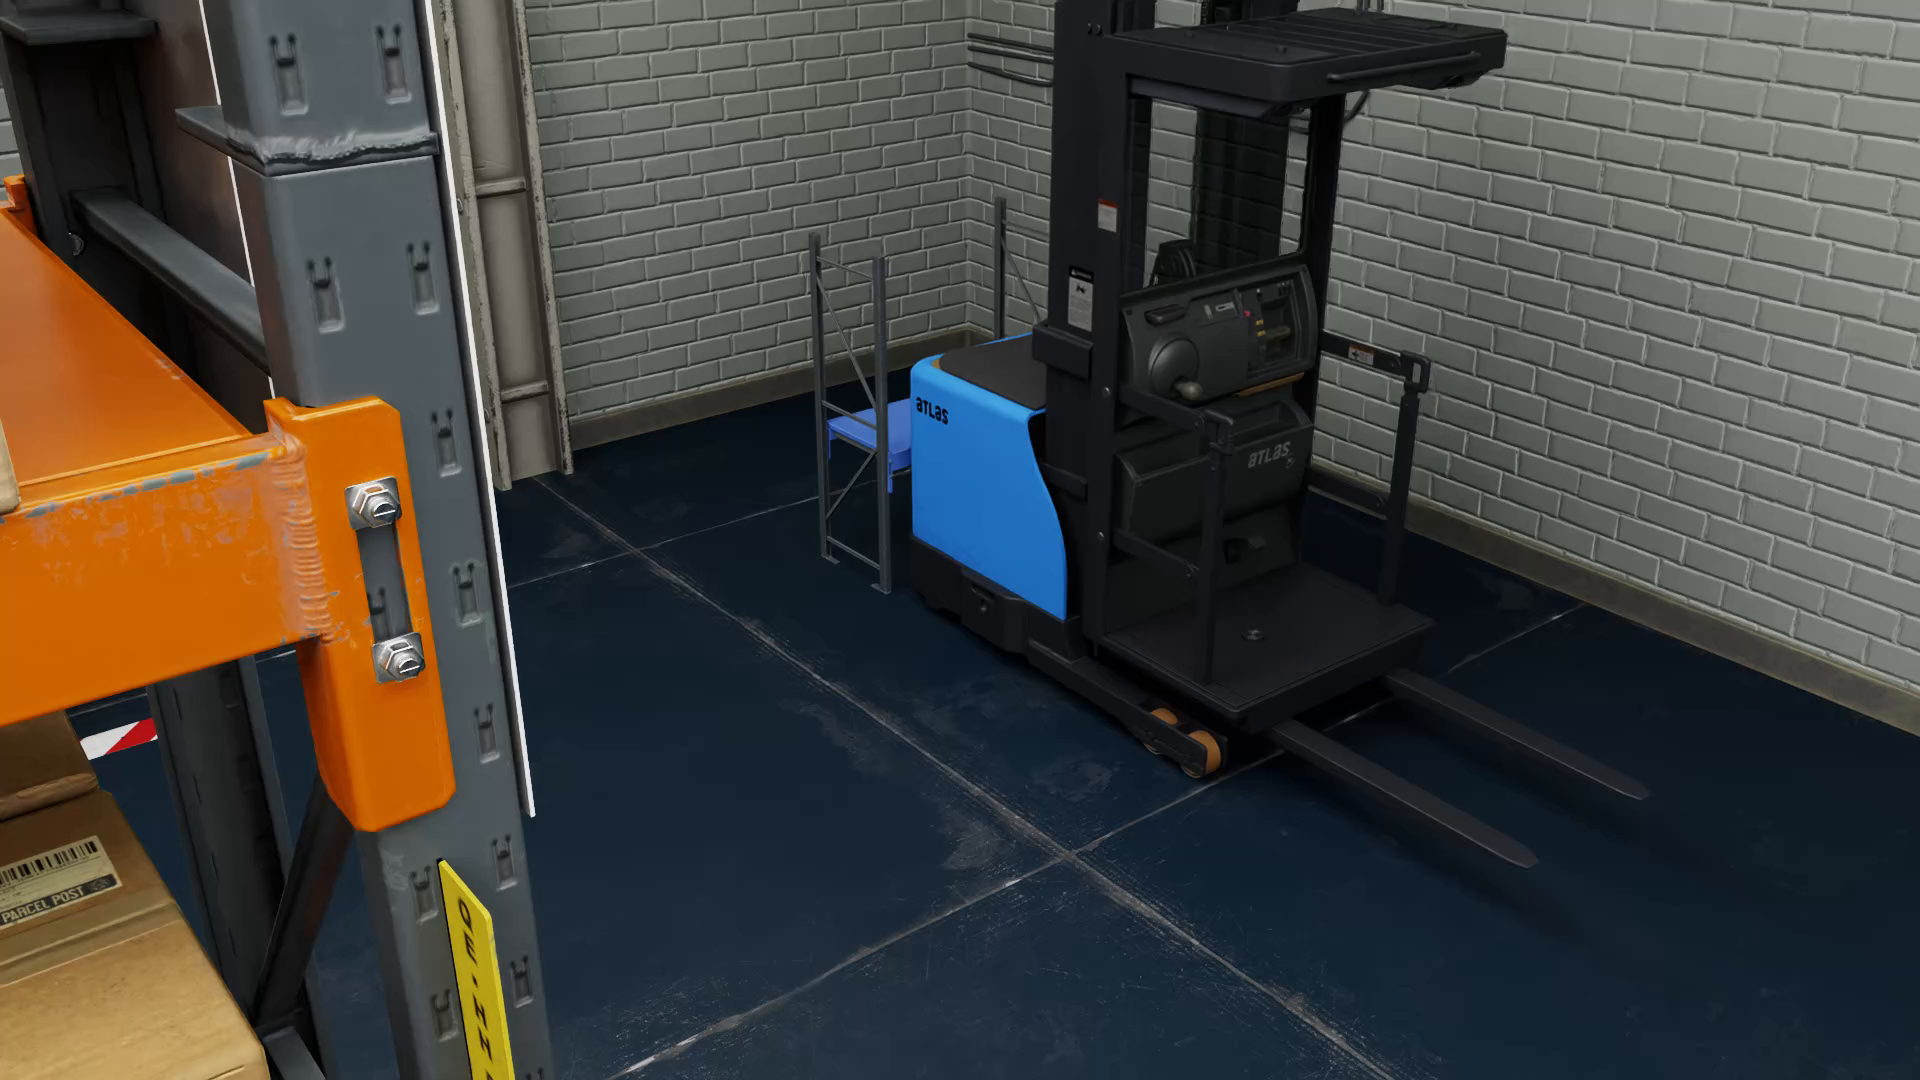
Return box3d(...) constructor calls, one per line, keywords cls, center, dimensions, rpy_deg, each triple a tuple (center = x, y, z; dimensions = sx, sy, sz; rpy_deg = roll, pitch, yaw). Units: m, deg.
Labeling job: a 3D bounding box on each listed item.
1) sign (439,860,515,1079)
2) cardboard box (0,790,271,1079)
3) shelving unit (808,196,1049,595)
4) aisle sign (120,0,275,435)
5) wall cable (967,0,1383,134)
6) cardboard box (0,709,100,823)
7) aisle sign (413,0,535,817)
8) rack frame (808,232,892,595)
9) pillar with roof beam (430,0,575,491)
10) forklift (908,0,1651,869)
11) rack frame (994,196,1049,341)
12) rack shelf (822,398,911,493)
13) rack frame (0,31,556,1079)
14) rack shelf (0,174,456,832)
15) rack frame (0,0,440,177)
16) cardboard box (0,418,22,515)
box3d(cls="sign", center=(-0.422, 0.443, 1.482), dimensions=(0.005, 0.325, 0.100), rpy_deg=(-18, 31, -34))
box3d(cls="cardboard box", center=(-0.929, 0.630, 1.523), dimensions=(0.500, 0.500, 0.500), rpy_deg=(-19, 31, -34))
box3d(cls="shelving unit", center=(-0.070, -0.660, 7.391), dimensions=(1.048, 1.500, 0.538), rpy_deg=(-19, 31, -35))
box3d(cls="aisle sign", center=(-0.876, -0.372, 1.900), dimensions=(0.004, 0.787, 0.394), rpy_deg=(-18, 31, -34))
box3d(cls="wall cable", center=(0.863, -3.381, 8.035), dimensions=(0.112, 2.526, 3.097), rpy_deg=(-18, 31, -34))
box3d(cls="cardboard box", center=(-1.260, 0.451, 1.908), dimensions=(0.500, 0.500, 0.500), rpy_deg=(-17, 30, -33))
box3d(cls="aisle sign", center=(-0.506, -0.173, 1.472), dimensions=(0.004, 0.787, 0.394), rpy_deg=(-18, 31, -34))
box3d(cls="rack frame", center=(-0.467, -0.526, 7.102), dimensions=(0.032, 1.500, 0.500), rpy_deg=(-19, 31, -35))
box3d(cls="pillar with roof beam", center=(0.439, -3.001, 3.527), dimensions=(0.400, 9.000, 9.100), rpy_deg=(-18, 31, -34))
box3d(cls="forklift", center=(1.075, -0.718, 5.816), dimensions=(1.130, 2.935, 3.031), rpy_deg=(-18, 30, -34))
box3d(cls="rack frame", center=(0.326, -0.794, 7.680), dimensions=(0.032, 1.500, 0.500), rpy_deg=(-19, 31, -35))
box3d(cls="rack shelf", center=(-0.070, -0.497, 7.467), dimensions=(1.000, 0.185, 0.538), rpy_deg=(-19, 31, -35))
box3d(cls="rack frame", center=(-0.749, 0.922, 2.200), dimensions=(0.127, 3.000, 1.000), rpy_deg=(-18, 31, -34))
box3d(cls="rack shelf", center=(-2.322, 0.407, 0.600), dimensions=(4.000, 0.370, 1.077), rpy_deg=(-18, 31, -34))
box3d(cls="rack frame", center=(-0.749, -1.799, 0.937), dimensions=(0.127, 3.000, 1.000), rpy_deg=(-18, 31, -34))
box3d(cls="cardboard box", center=(-0.990, -0.150, 1.124), dimensions=(0.500, 0.250, 0.500), rpy_deg=(-18, 31, -34))
